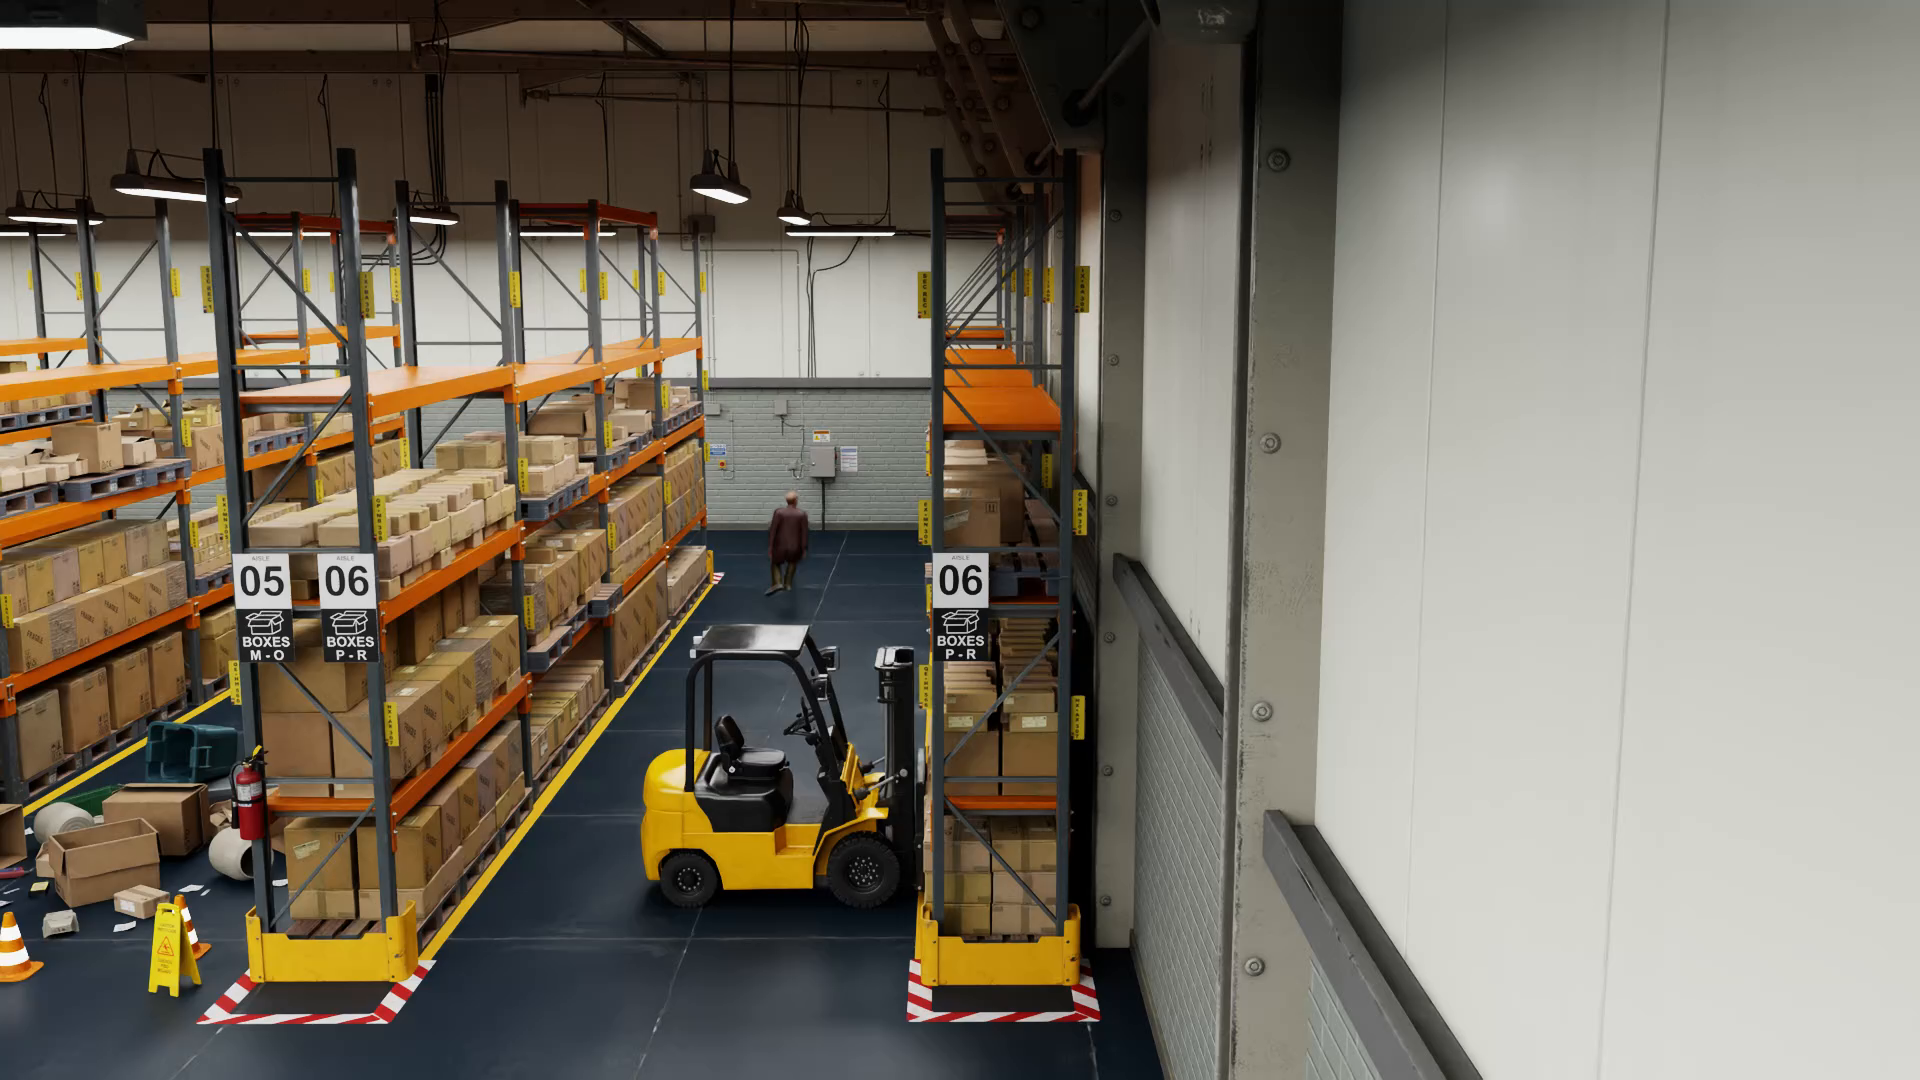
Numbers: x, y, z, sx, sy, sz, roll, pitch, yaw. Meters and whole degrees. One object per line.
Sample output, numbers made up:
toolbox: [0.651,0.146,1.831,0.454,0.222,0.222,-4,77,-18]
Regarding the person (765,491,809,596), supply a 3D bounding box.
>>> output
person: [-2.692,0.050,25.789,0.695,1.632,0.585,-1,9,-5]
